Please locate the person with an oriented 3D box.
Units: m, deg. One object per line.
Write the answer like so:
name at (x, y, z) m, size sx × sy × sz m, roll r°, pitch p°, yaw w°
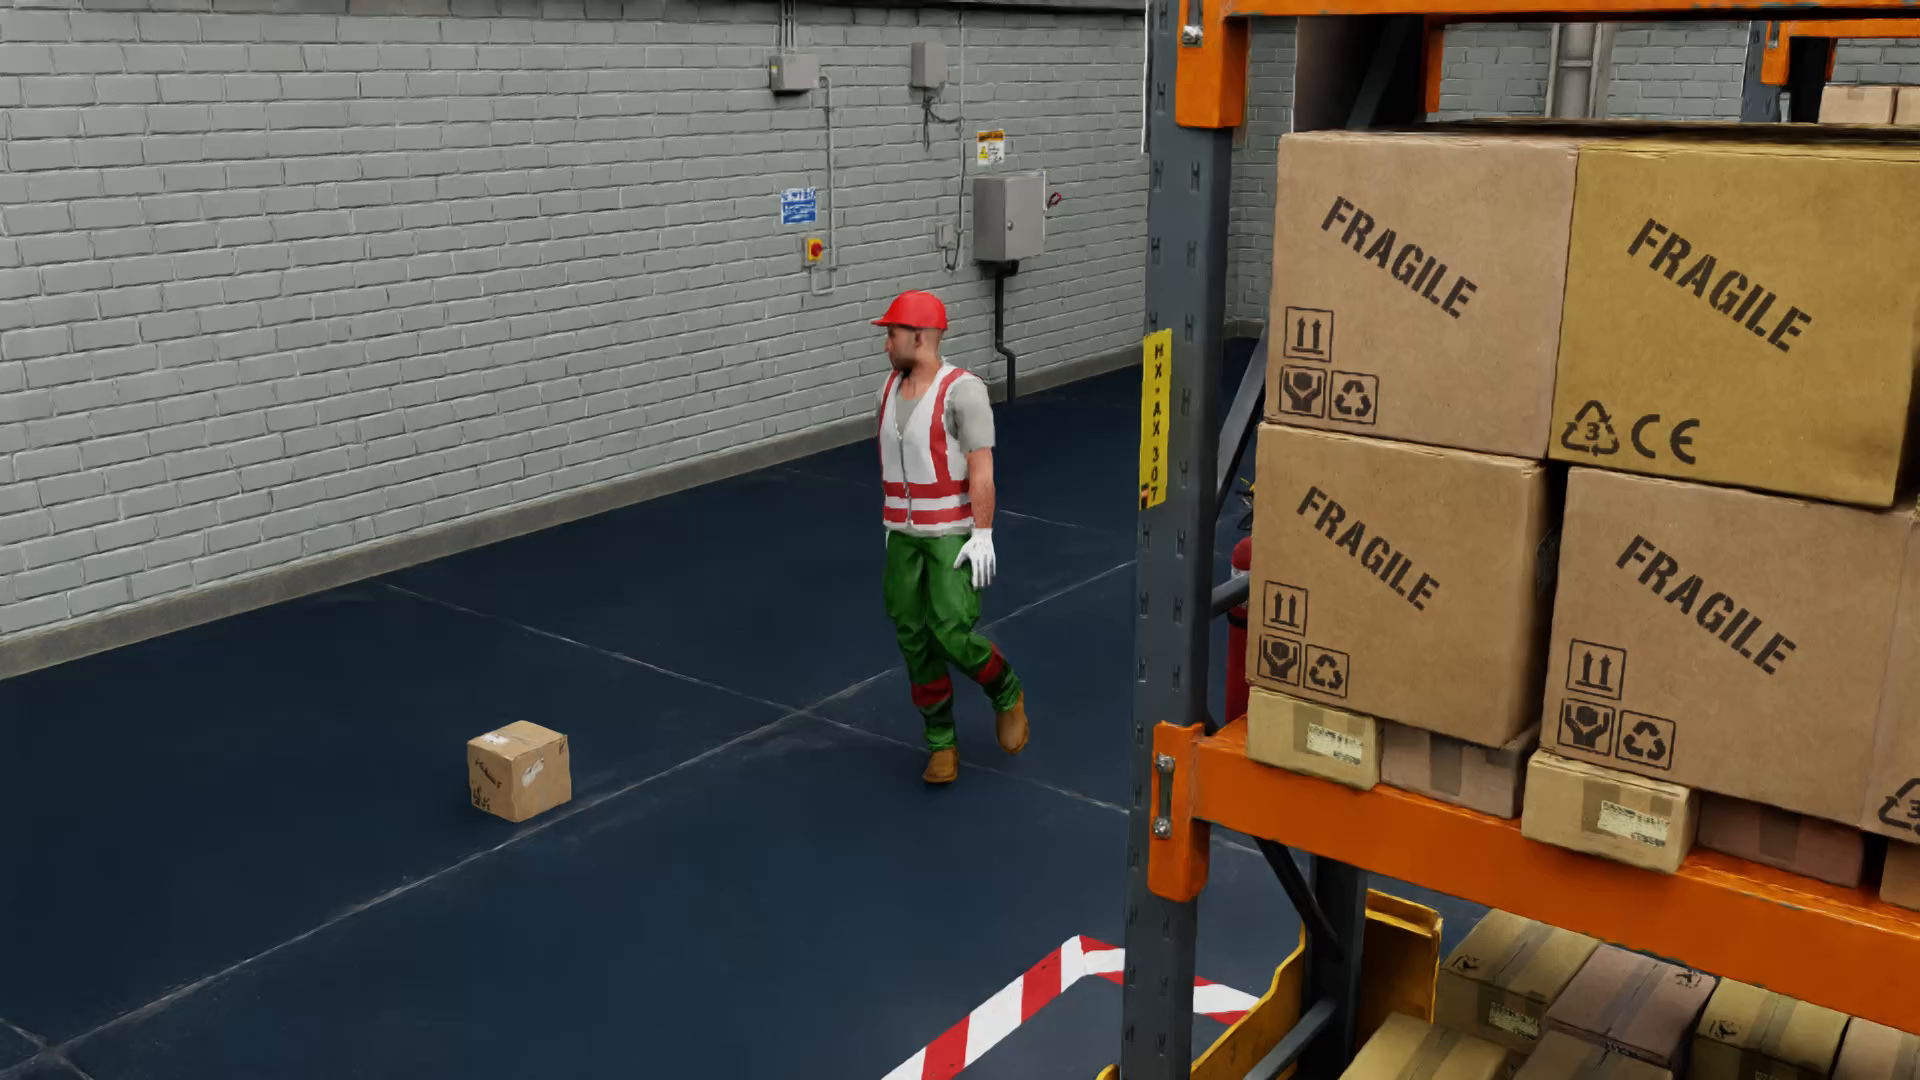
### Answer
person at (-0.083, -0.017, 6.102) m, size 0.649 × 1.762 × 0.516 m, roll 11°, pitch 19°, yaw 32°
